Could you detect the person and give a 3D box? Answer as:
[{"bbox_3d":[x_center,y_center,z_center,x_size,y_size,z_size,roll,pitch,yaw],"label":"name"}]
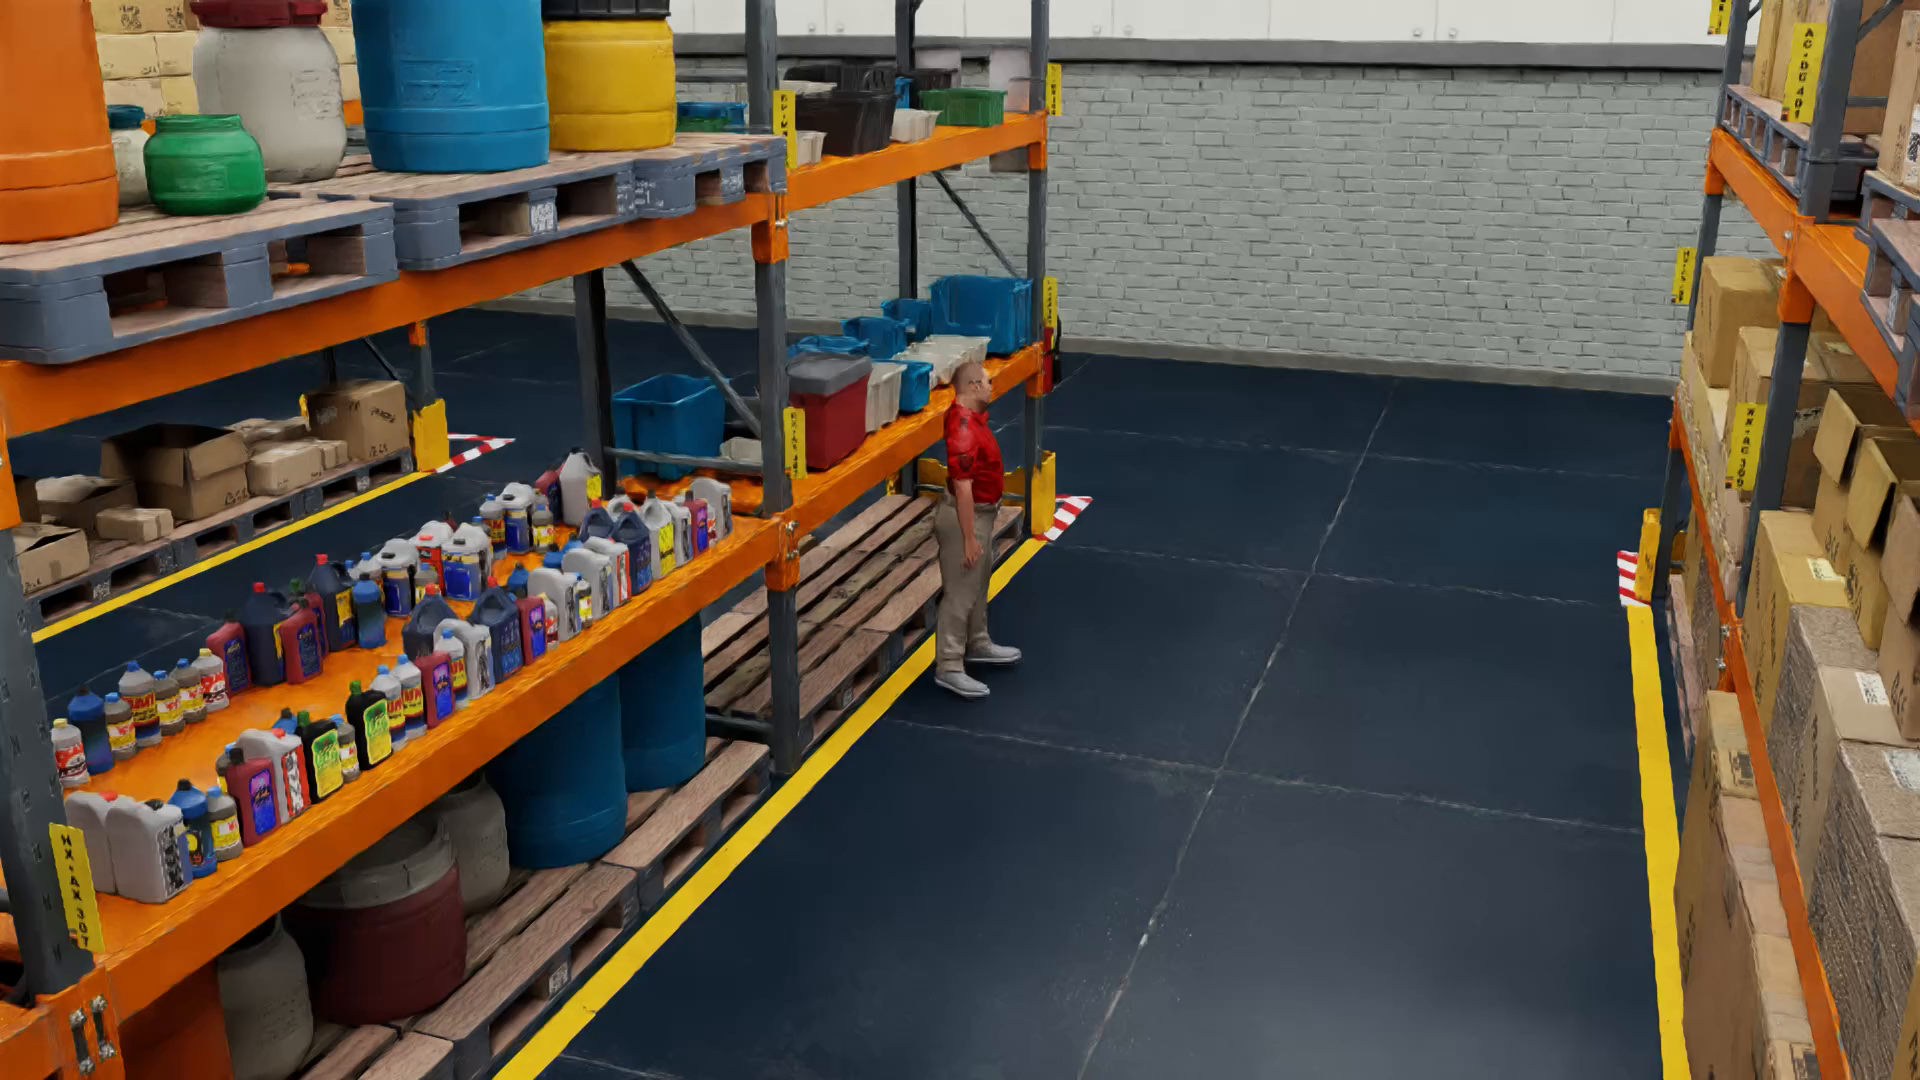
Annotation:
[{"bbox_3d":[0.101,-0.086,8.764,0.474,1.737,0.608,0,19,1],"label":"person"}]
